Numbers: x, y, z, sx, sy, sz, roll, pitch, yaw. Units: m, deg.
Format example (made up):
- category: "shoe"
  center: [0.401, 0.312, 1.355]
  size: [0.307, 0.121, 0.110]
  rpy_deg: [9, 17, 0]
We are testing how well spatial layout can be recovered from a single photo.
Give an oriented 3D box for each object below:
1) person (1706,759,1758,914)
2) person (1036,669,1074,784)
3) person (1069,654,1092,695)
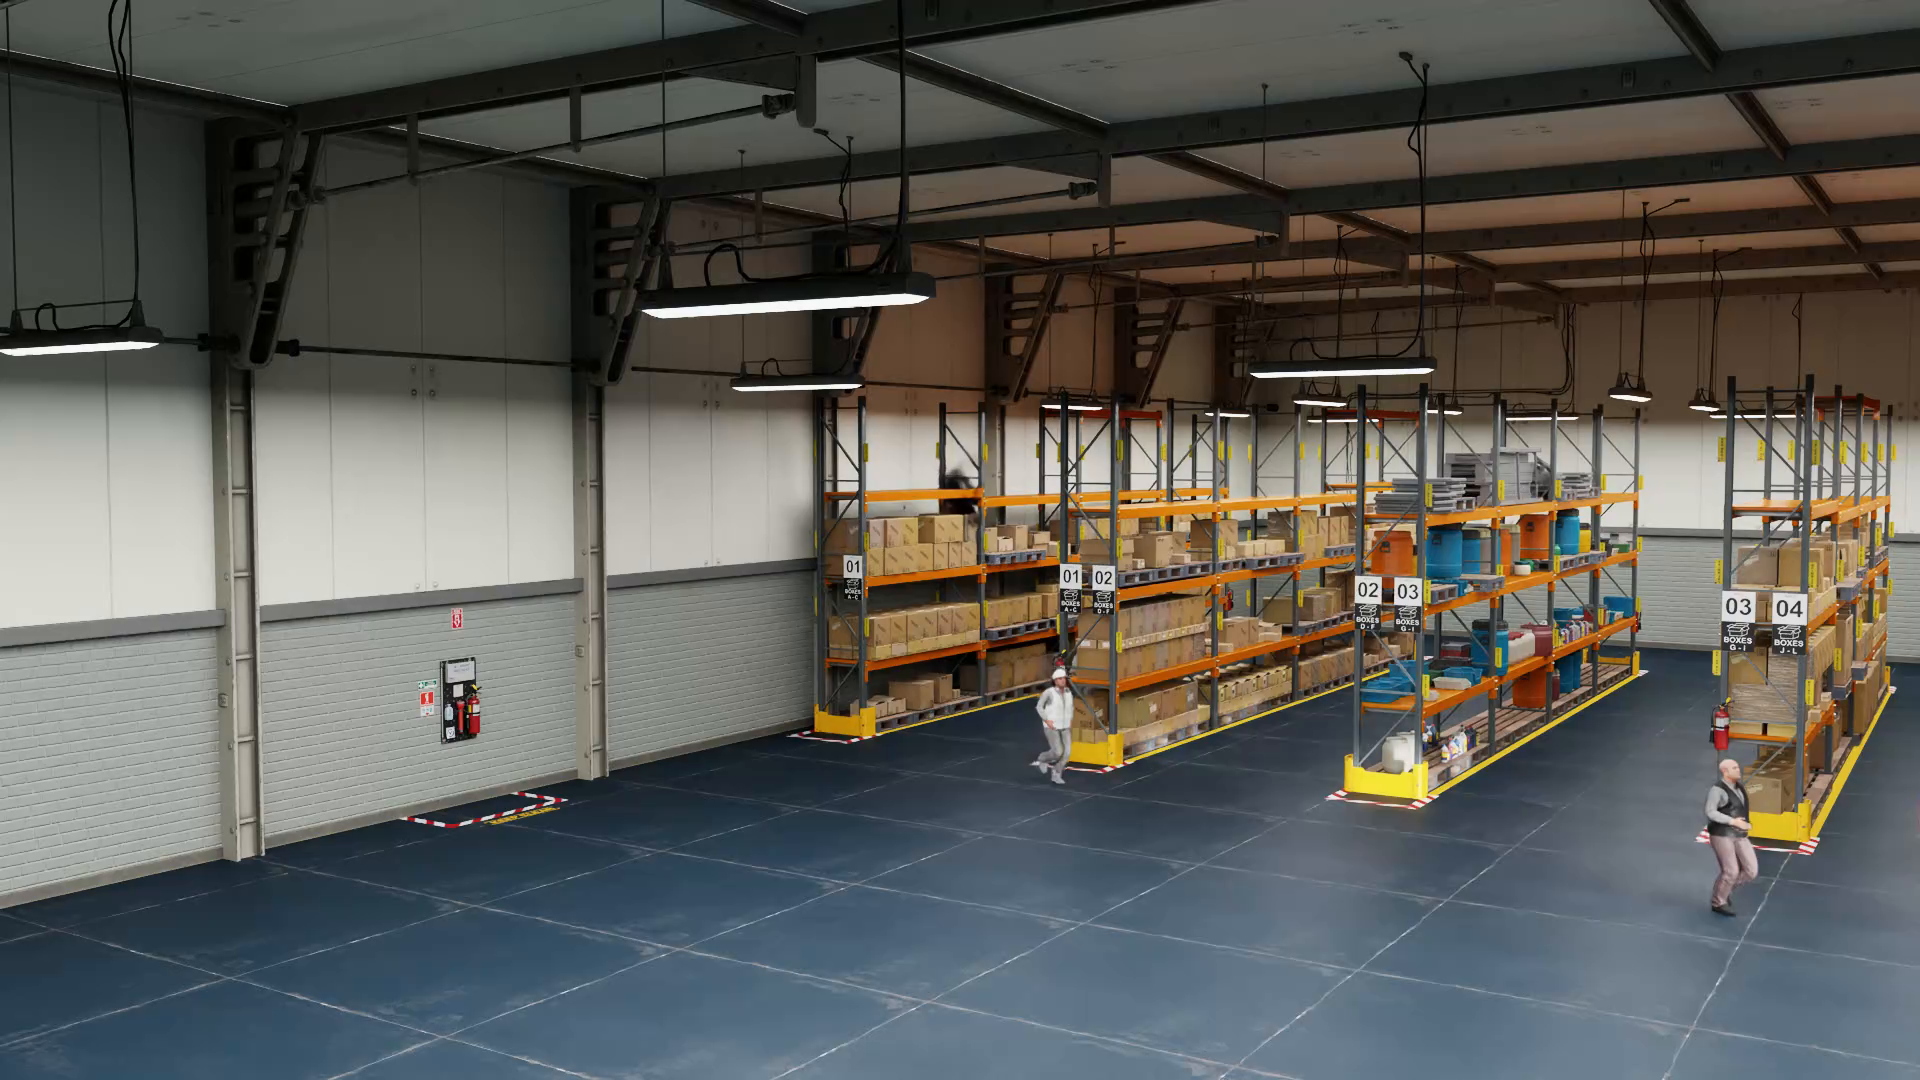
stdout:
- category: "person"
  center: [8.378, 3.215, 17.970]
  size: [0.668, 1.683, 0.569]
  rpy_deg: [-2, 3, -30]
- category: "person"
  center: [1.445, 2.821, 25.287]
  size: [0.652, 1.739, 0.569]
  rpy_deg: [-2, 4, -34]
- category: "person"
  center: [2.230, 2.616, 29.934]
  size: [0.540, 1.597, 0.879]
  rpy_deg: [1, 3, 25]
